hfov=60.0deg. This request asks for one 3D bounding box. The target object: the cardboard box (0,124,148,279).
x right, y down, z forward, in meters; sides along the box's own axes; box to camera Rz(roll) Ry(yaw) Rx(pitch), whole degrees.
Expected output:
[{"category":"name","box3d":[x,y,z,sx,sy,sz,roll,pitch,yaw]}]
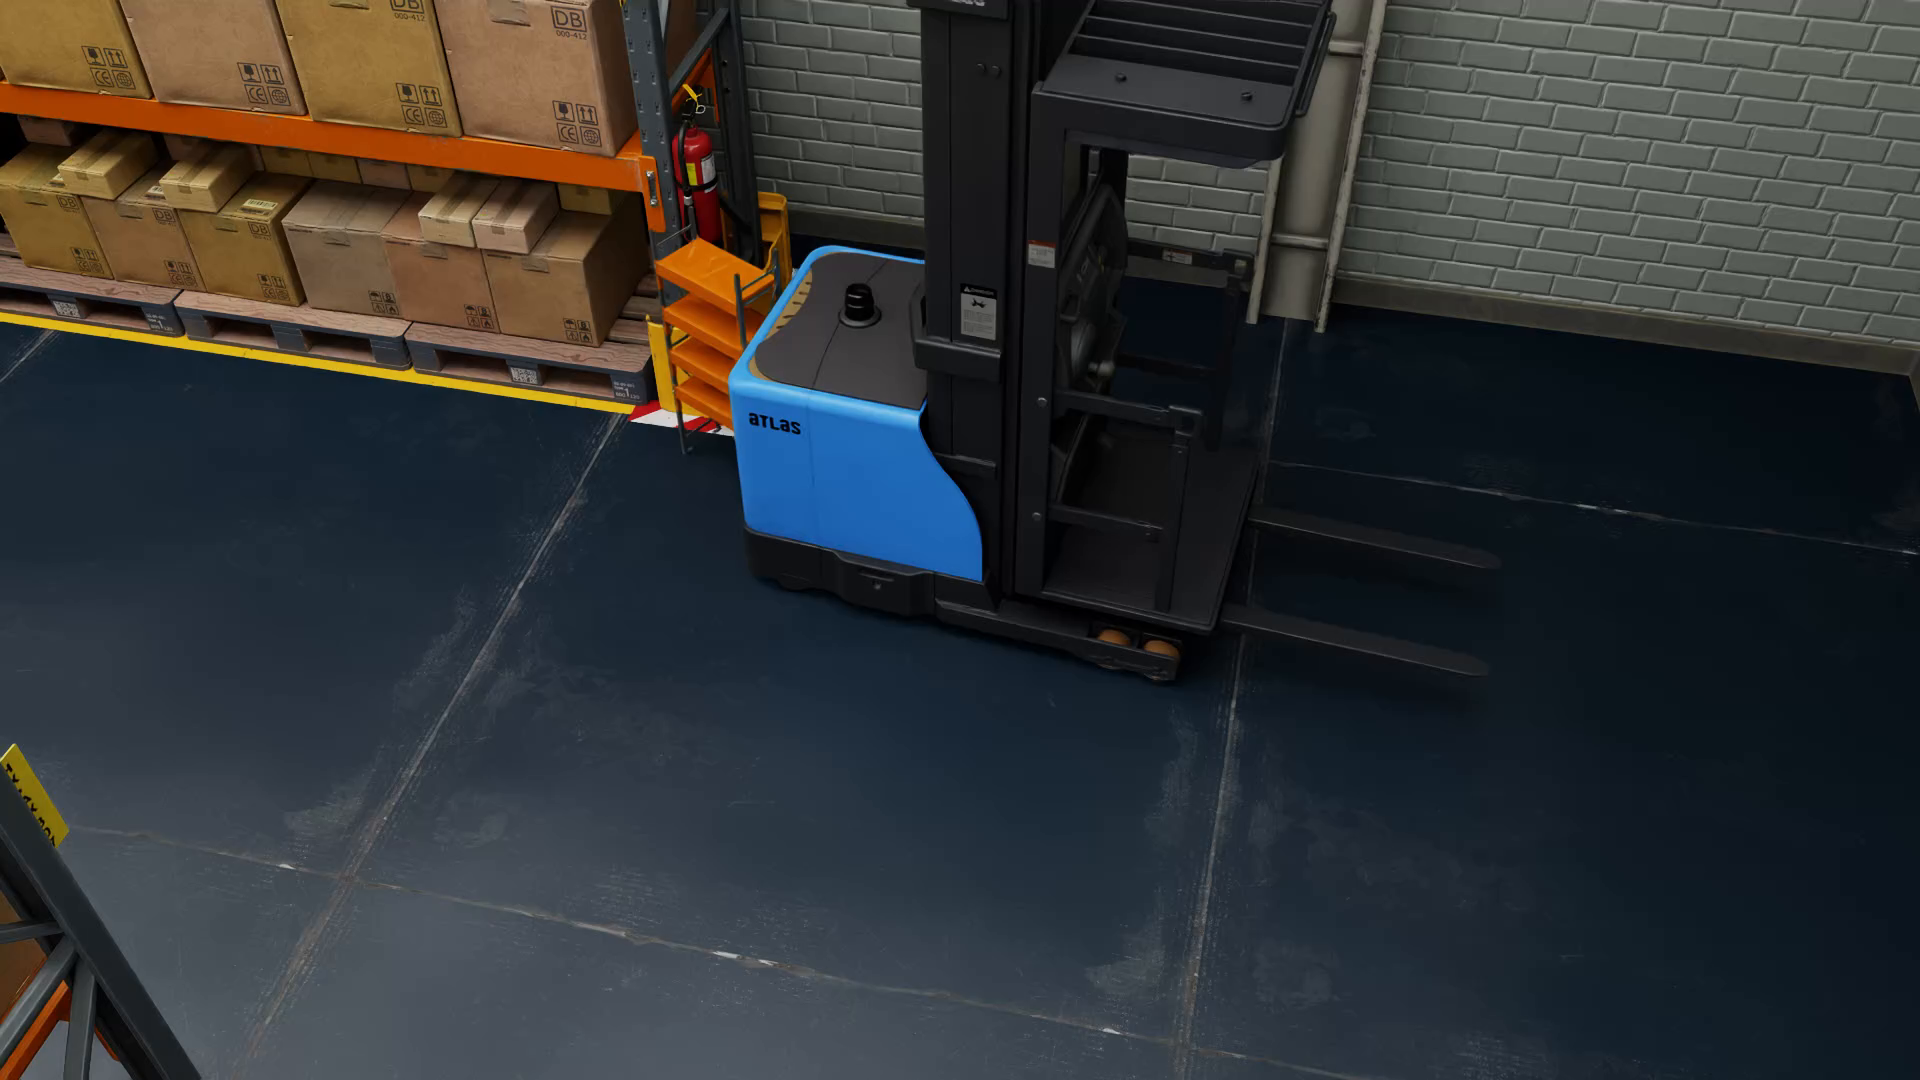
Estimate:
[{"category":"cardboard box","box3d":[-4.360,-1.743,8.357,0.500,0.500,0.700,9,45,10]}]

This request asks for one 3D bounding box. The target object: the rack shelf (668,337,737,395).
[{"category":"rack shelf","box3d":[-1.002,-0.734,7.204,0.480,0.148,0.258,30,51,27]}]

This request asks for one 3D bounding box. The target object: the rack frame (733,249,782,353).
[{"category":"rack frame","box3d":[-0.814,-0.675,7.046,0.015,1.200,0.240,30,51,27]}]

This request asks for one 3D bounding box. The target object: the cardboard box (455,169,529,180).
[{"category":"cardboard box","box3d":[-2.198,-1.784,7.933,0.250,0.149,0.380,9,45,9]}]

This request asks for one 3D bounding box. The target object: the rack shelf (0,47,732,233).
[{"category":"rack shelf","box3d":[-3.116,-2.113,7.761,4.000,0.370,1.077,9,45,9]}]

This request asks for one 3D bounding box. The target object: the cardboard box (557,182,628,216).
[{"category":"cardboard box","box3d":[-1.703,-1.708,7.854,0.250,0.149,0.380,9,45,9]}]

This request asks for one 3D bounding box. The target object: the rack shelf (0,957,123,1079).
[{"category":"rack shelf","box3d":[-4.194,1.240,4.277,4.000,0.370,1.077,9,45,9]}]

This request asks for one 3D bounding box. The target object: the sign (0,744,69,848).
[{"category":"sign","box3d":[-2.124,0.605,3.794,0.005,0.325,0.100,9,45,9]}]

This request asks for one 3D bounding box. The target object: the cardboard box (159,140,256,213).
[{"category":"cardboard box","box3d":[-3.556,-1.722,7.868,0.250,0.149,0.380,8,44,8]}]

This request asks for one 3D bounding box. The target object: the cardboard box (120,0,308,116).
[{"category":"cardboard box","box3d":[-3.118,-2.472,7.399,0.700,0.700,0.980,7,44,7]}]

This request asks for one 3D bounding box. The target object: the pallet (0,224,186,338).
[{"category":"pallet","box3d":[-4.343,-1.502,8.618,1.213,0.211,1.003,9,45,9]}]

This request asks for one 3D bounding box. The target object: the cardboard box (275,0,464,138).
[{"category":"cardboard box","box3d":[-2.376,-2.350,7.272,0.700,0.700,0.980,8,45,9]}]

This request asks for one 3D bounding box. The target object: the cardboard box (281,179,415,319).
[{"category":"cardboard box","box3d":[-2.848,-1.509,8.115,0.500,0.500,0.700,7,44,8]}]

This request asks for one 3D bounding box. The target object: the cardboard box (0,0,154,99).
[{"category":"cardboard box","box3d":[-3.831,-2.575,7.506,0.700,0.700,0.980,8,44,8]}]

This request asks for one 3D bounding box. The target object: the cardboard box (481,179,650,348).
[{"category":"cardboard box","box3d":[-1.869,-1.358,7.958,0.500,0.500,0.700,9,45,9]}]

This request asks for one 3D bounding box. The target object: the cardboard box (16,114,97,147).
[{"category":"cardboard box","box3d":[-4.458,-2.133,8.295,0.250,0.149,0.380,9,45,9]}]

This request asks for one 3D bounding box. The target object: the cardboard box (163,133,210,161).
[{"category":"cardboard box","box3d":[-3.686,-2.015,8.172,0.250,0.149,0.380,8,44,8]}]

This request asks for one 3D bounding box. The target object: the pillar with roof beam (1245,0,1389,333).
[{"category":"pillar with roof beam","box3d":[0.720,-1.493,2.273,0.400,9.000,9.100,9,45,9]}]

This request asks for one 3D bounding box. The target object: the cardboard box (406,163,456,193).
[{"category":"cardboard box","box3d":[-2.442,-1.822,7.972,0.250,0.149,0.380,9,45,9]}]

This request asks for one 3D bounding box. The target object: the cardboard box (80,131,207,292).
[{"category":"cardboard box","box3d":[-3.871,-1.664,8.276,0.500,0.500,0.700,8,45,9]}]

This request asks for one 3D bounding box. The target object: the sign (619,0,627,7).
[{"category":"sign","box3d":[-1.296,-2.206,6.333,0.005,0.325,0.100,9,45,9]}]

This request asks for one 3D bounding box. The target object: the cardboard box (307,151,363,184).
[{"category":"cardboard box","box3d":[-2.941,-1.899,8.052,0.250,0.149,0.380,9,45,9]}]

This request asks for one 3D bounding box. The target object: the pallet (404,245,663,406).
[{"category":"pallet","box3d":[-1.961,-1.132,8.234,1.213,0.211,1.003,9,45,9]}]

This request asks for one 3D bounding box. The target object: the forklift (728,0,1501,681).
[{"category":"forklift","box3d":[0.672,-0.911,6.043,3.031,2.935,1.130,12,45,12]}]

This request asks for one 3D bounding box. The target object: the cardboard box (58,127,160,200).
[{"category":"cardboard box","box3d":[-4.066,-1.801,7.950,0.250,0.149,0.380,10,45,10]}]

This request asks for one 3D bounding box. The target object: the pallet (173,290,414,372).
[{"category":"pallet","box3d":[-3.148,-1.319,8.428,1.213,0.211,1.003,9,45,9]}]

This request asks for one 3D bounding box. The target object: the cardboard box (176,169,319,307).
[{"category":"cardboard box","box3d":[-3.370,-1.585,8.194,0.500,0.500,0.700,10,45,10]}]

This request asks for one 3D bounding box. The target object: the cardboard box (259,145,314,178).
[{"category":"cardboard box","box3d":[-3.188,-1.937,8.092,0.250,0.149,0.380,8,44,8]}]

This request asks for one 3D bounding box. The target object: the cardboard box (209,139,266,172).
[{"category":"cardboard box","box3d":[-3.440,-1.976,8.132,0.250,0.149,0.380,9,45,9]}]

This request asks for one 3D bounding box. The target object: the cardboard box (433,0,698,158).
[{"category":"cardboard box","box3d":[-1.664,-2.247,7.166,0.700,0.700,0.980,11,45,11]}]

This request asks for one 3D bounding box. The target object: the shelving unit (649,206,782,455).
[{"category":"shelving unit","box3d":[-1.002,-0.782,7.158,0.503,1.200,0.258,30,51,27]}]

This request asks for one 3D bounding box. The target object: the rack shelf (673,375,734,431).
[{"category":"rack shelf","box3d":[-1.002,-0.591,7.342,0.480,0.148,0.258,30,51,27]}]

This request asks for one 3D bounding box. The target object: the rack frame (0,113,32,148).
[{"category":"rack frame","box3d":[-5.068,-2.675,7.826,0.127,3.000,1.000,9,45,9]}]

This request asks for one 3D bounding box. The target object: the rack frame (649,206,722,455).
[{"category":"rack frame","box3d":[-1.190,-0.890,7.270,0.015,1.200,0.240,30,51,27]}]

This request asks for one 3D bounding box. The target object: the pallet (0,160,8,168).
[{"category":"pallet","box3d":[-5.837,-1.736,8.861,1.213,0.211,1.003,9,45,9]}]

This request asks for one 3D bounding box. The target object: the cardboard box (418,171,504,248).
[{"category":"cardboard box","box3d":[-2.284,-1.526,7.664,0.250,0.149,0.380,10,45,10]}]

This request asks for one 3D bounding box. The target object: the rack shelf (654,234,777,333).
[{"category":"rack shelf","box3d":[-1.002,-1.065,6.885,0.480,0.148,0.258,30,51,27]}]

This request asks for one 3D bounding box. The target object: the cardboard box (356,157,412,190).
[{"category":"cardboard box","box3d":[-2.690,-1.860,8.012,0.250,0.149,0.380,9,45,10]}]

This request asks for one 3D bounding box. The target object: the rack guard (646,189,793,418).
[{"category":"rack guard","box3d":[-1.141,-1.165,8.060,0.348,0.500,1.175,9,45,9]}]

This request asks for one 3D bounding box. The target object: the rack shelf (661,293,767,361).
[{"category":"rack shelf","box3d":[-1.002,-0.895,7.049,0.480,0.148,0.258,30,51,27]}]

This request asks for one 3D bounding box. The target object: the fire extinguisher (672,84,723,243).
[{"category":"fire extinguisher","box3d":[-1.118,-1.572,7.004,0.183,0.674,0.296,9,45,9]}]

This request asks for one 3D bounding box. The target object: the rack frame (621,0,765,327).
[{"category":"rack frame","box3d":[-1.164,-2.069,7.196,0.127,3.000,1.000,9,45,9]}]

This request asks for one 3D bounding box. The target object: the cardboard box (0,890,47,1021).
[{"category":"cardboard box","box3d":[-2.618,1.002,3.934,0.500,0.500,0.500,10,45,10]}]

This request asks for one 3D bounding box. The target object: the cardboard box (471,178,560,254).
[{"category":"cardboard box","box3d":[-2.034,-1.488,7.625,0.250,0.149,0.380,8,45,9]}]

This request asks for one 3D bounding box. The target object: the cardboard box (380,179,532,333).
[{"category":"cardboard box","box3d":[-2.357,-1.434,8.036,0.500,0.500,0.700,9,45,9]}]
